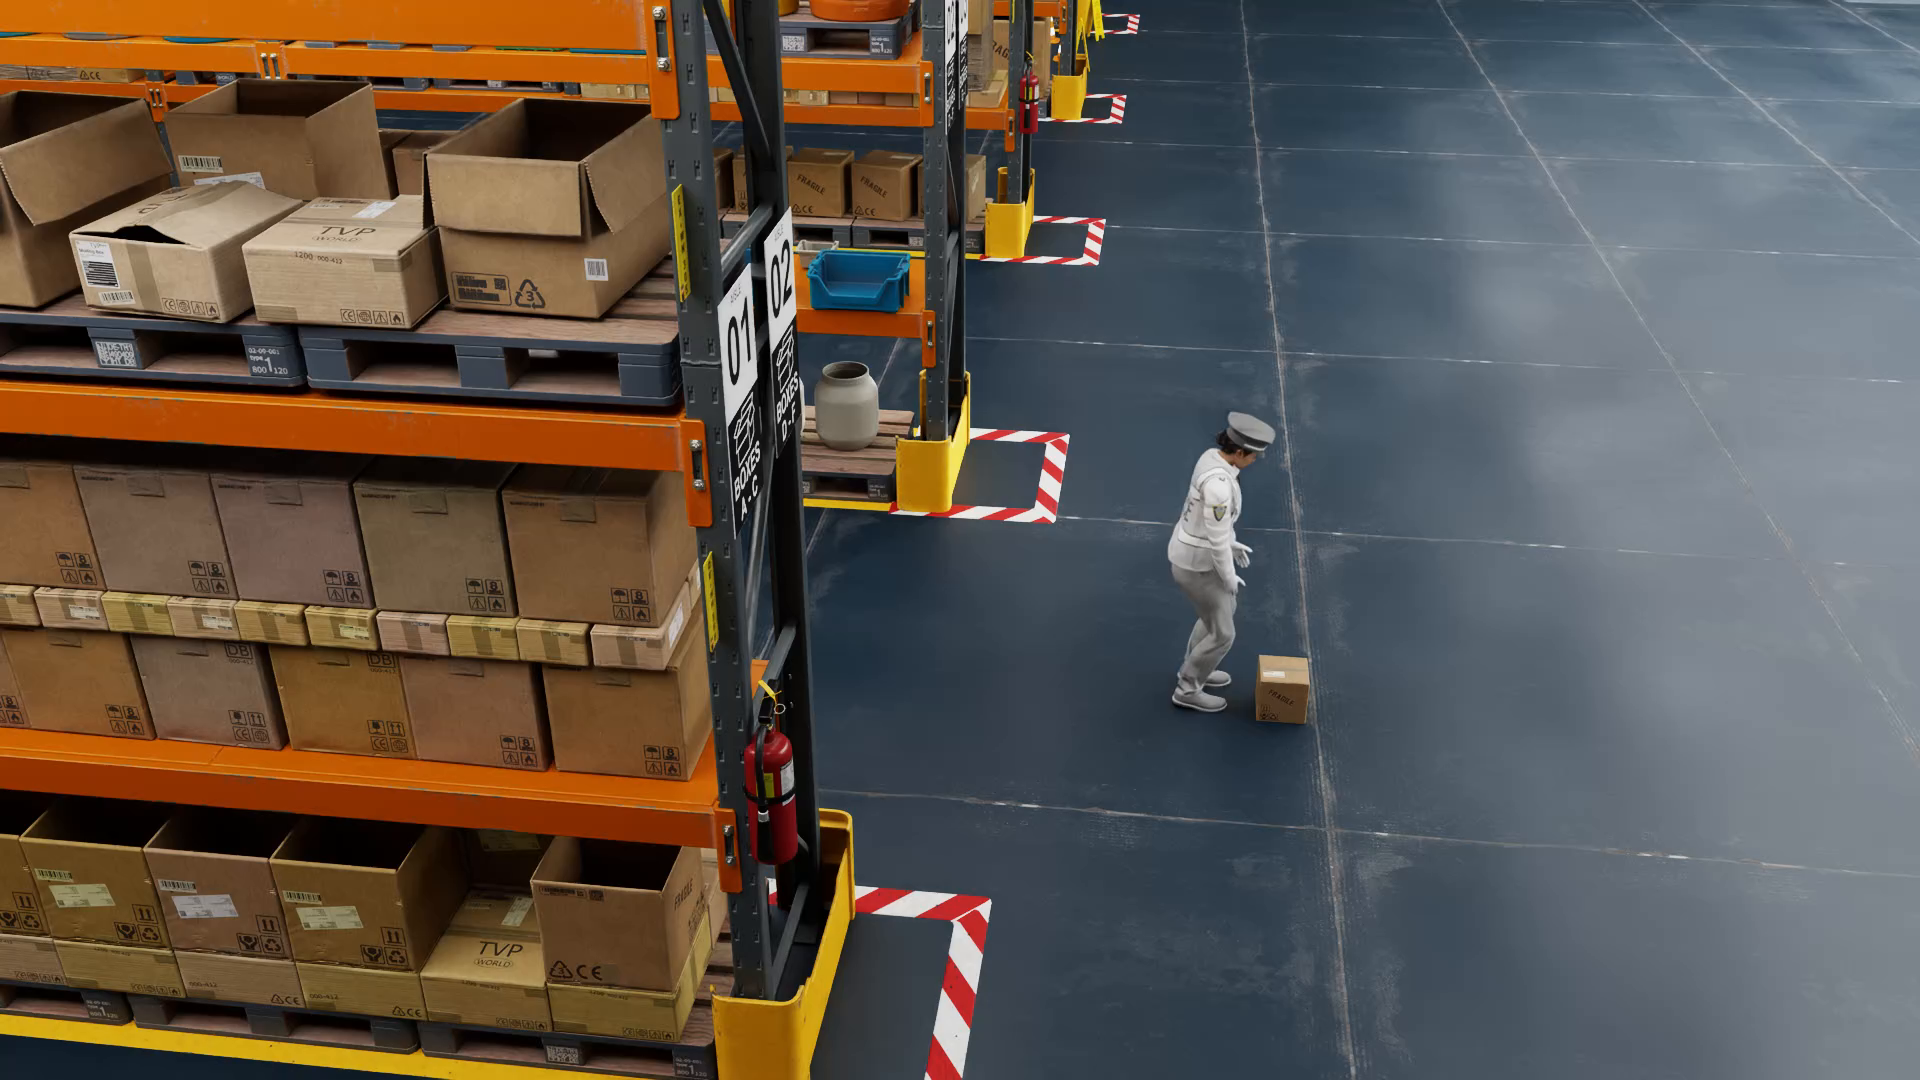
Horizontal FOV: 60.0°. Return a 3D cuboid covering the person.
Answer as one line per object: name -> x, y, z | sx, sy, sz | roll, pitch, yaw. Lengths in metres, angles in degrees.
person -> 1.306, 0.103, 8.512 | 0.485, 1.605, 0.508 | 4, 29, 8
